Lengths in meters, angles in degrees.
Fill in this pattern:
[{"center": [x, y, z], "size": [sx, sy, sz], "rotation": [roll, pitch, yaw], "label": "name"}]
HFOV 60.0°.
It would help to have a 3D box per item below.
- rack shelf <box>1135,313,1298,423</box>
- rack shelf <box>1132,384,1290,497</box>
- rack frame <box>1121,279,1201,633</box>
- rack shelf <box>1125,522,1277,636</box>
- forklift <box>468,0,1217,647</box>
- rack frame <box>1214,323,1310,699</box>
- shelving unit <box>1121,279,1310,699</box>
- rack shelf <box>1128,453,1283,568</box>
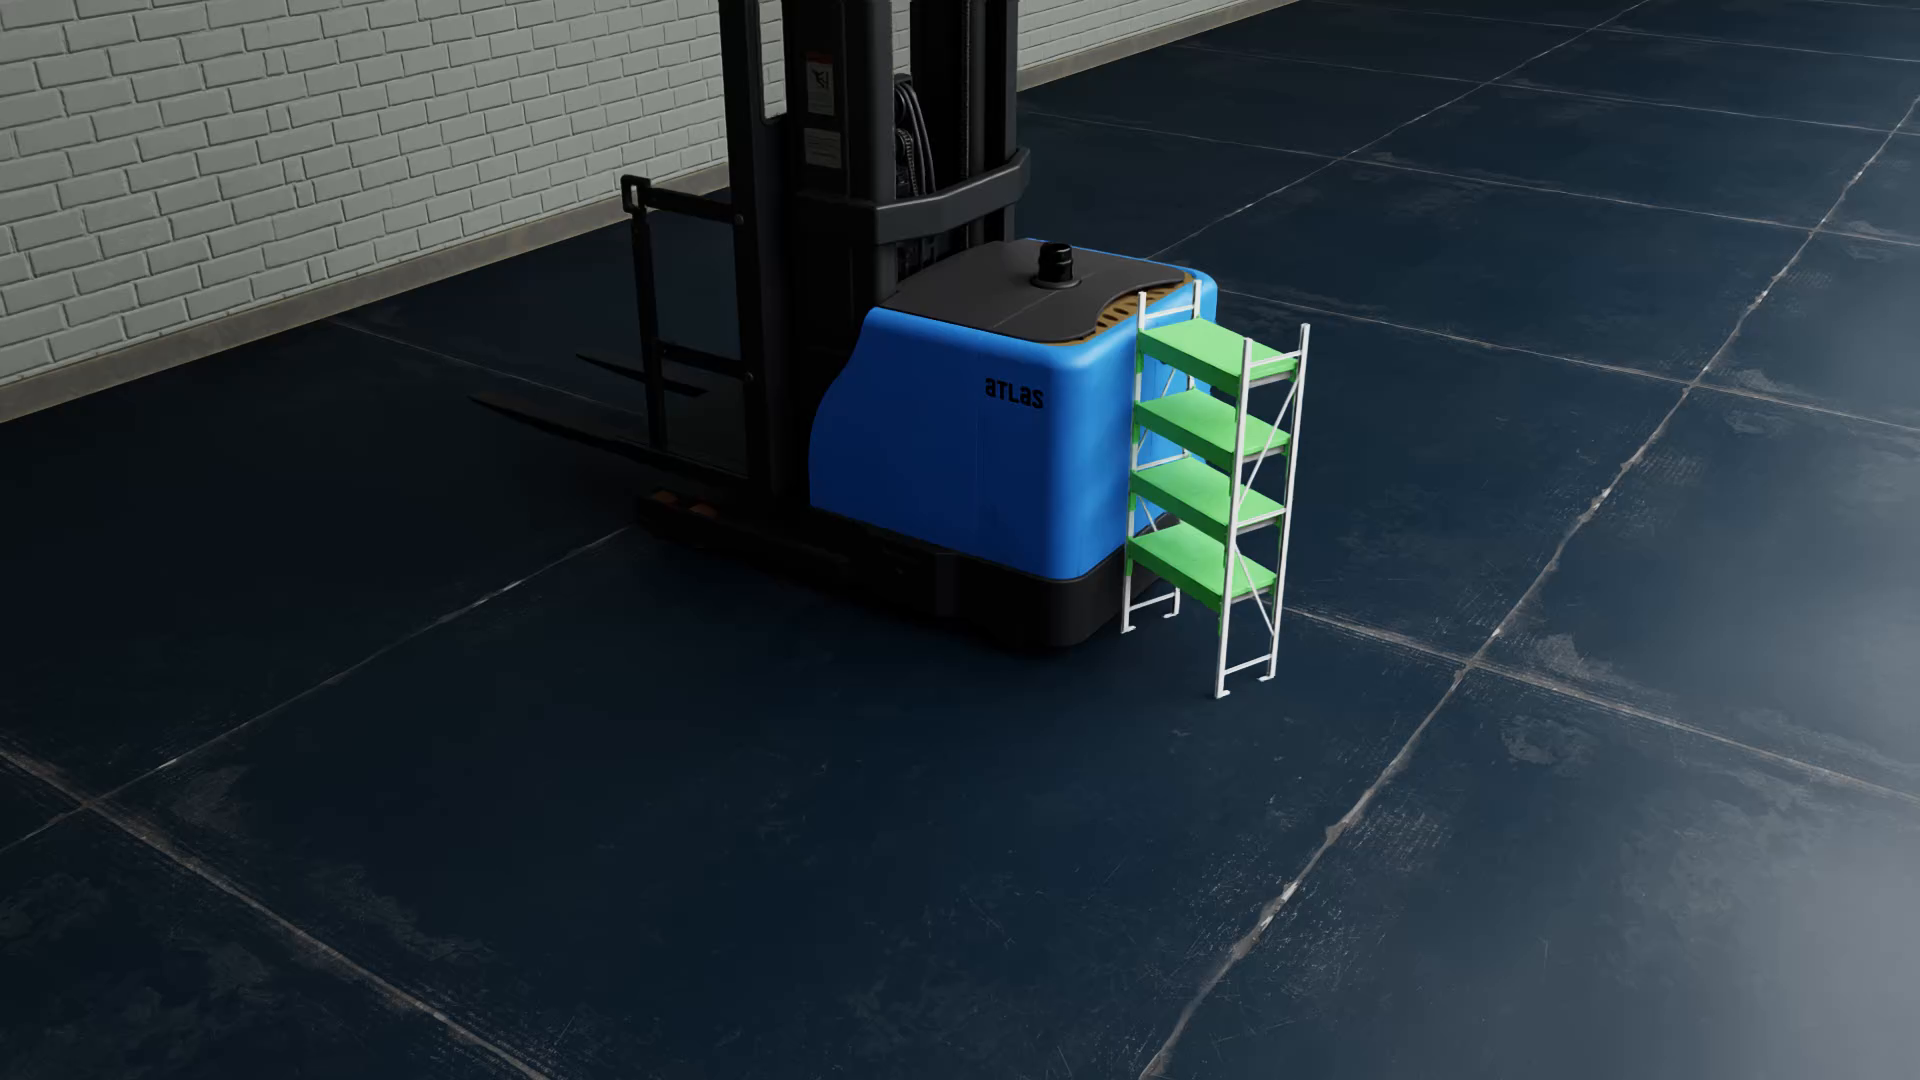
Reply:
[{"center": [0.781, -0.528, 5.048], "size": [0.258, 0.148, 0.480], "rotation": [-16, 31, -29], "label": "rack shelf"}, {"center": [0.781, -0.315, 5.157], "size": [0.258, 0.148, 0.480], "rotation": [-16, 31, -29], "label": "rack shelf"}, {"center": [0.650, -0.251, 5.420], "size": [0.240, 1.200, 0.015], "rotation": [-16, 31, -29], "label": "rack frame"}, {"center": [0.781, 0.113, 5.375], "size": [0.258, 0.148, 0.480], "rotation": [-16, 31, -29], "label": "rack shelf"}, {"center": [-0.615, -1.455, 5.877], "size": [3.031, 2.935, 1.130], "rotation": [17, 31, 30], "label": "forklift"}, {"center": [0.912, -0.064, 5.053], "size": [0.240, 1.200, 0.015], "rotation": [-16, 31, -29], "label": "rack frame"}, {"center": [0.781, -0.158, 5.237], "size": [0.258, 1.200, 0.503], "rotation": [-16, 31, -29], "label": "shelving unit"}, {"center": [0.781, -0.101, 5.266], "size": [0.258, 0.148, 0.480], "rotation": [-16, 31, -29], "label": "rack shelf"}]
